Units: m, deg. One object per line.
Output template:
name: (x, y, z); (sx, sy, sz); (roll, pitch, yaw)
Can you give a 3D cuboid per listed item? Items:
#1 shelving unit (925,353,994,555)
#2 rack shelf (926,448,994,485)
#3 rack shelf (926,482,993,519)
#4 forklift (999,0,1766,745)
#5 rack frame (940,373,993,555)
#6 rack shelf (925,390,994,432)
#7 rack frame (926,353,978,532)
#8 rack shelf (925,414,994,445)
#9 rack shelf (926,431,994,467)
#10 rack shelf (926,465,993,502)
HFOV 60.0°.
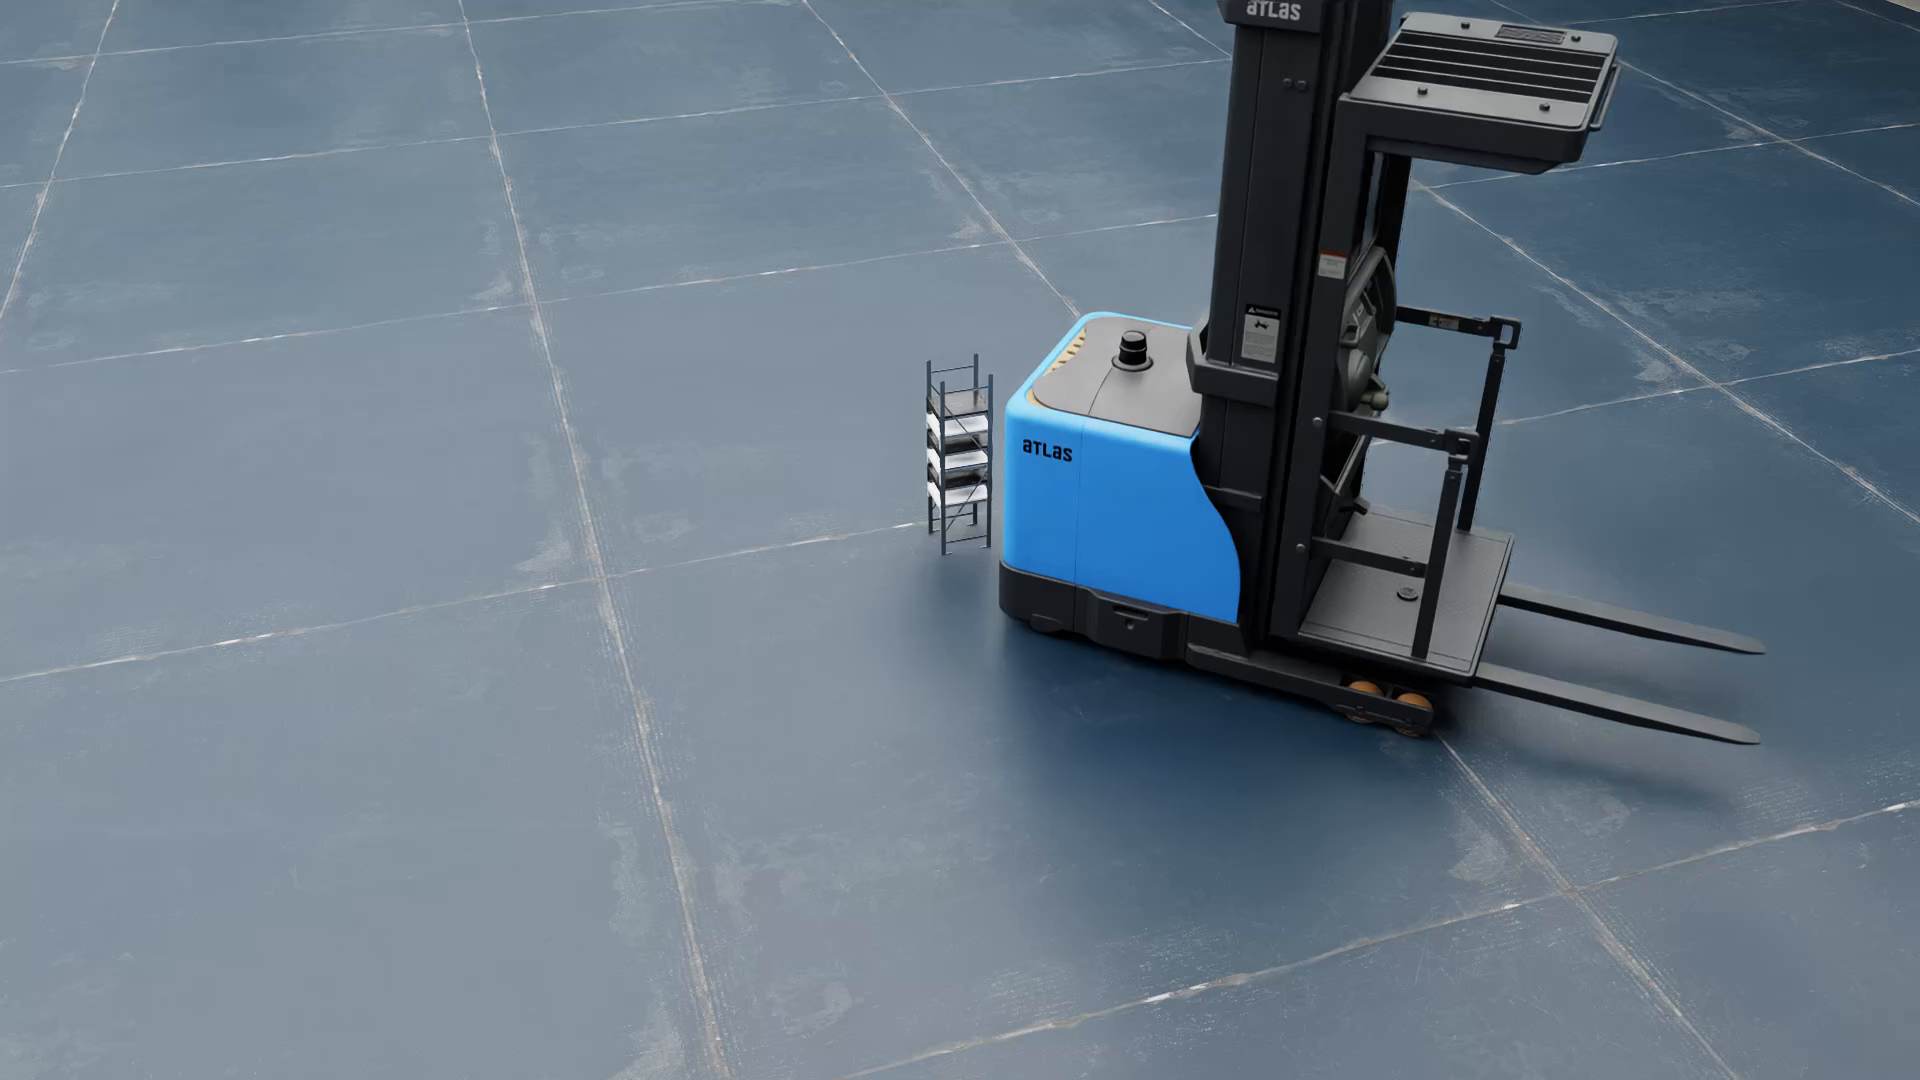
shelving unit: (-0.002, -0.380, 7.508); (0.258, 0.900, 0.210); (-10, 35, -15)
rack shelf: (-0.002, -0.352, 7.527); (0.258, 0.077, 0.200); (-10, 35, -15)
rack shelf: (-0.002, -0.202, 7.626); (0.258, 0.077, 0.200); (-10, 35, -15)
forklift: (1.730, -0.783, 6.276); (3.031, 2.935, 1.130); (14, 36, 20)
rack frame: (0.029, -0.326, 7.428); (0.240, 0.900, 0.006); (-10, 35, -15)
rack shelf: (-0.002, -0.577, 7.378); (0.258, 0.077, 0.200); (-10, 35, -15)
rack frame: (-0.033, -0.433, 7.589); (0.240, 0.900, 0.006); (-10, 35, -15)
rack shelf: (-0.002, -0.502, 7.428); (0.258, 0.077, 0.200); (-10, 35, -15)
rack shelf: (-0.002, -0.427, 7.477); (0.258, 0.077, 0.200); (-10, 35, -15)
rack shelf: (-0.002, -0.277, 7.576); (0.258, 0.077, 0.200); (-10, 35, -15)
